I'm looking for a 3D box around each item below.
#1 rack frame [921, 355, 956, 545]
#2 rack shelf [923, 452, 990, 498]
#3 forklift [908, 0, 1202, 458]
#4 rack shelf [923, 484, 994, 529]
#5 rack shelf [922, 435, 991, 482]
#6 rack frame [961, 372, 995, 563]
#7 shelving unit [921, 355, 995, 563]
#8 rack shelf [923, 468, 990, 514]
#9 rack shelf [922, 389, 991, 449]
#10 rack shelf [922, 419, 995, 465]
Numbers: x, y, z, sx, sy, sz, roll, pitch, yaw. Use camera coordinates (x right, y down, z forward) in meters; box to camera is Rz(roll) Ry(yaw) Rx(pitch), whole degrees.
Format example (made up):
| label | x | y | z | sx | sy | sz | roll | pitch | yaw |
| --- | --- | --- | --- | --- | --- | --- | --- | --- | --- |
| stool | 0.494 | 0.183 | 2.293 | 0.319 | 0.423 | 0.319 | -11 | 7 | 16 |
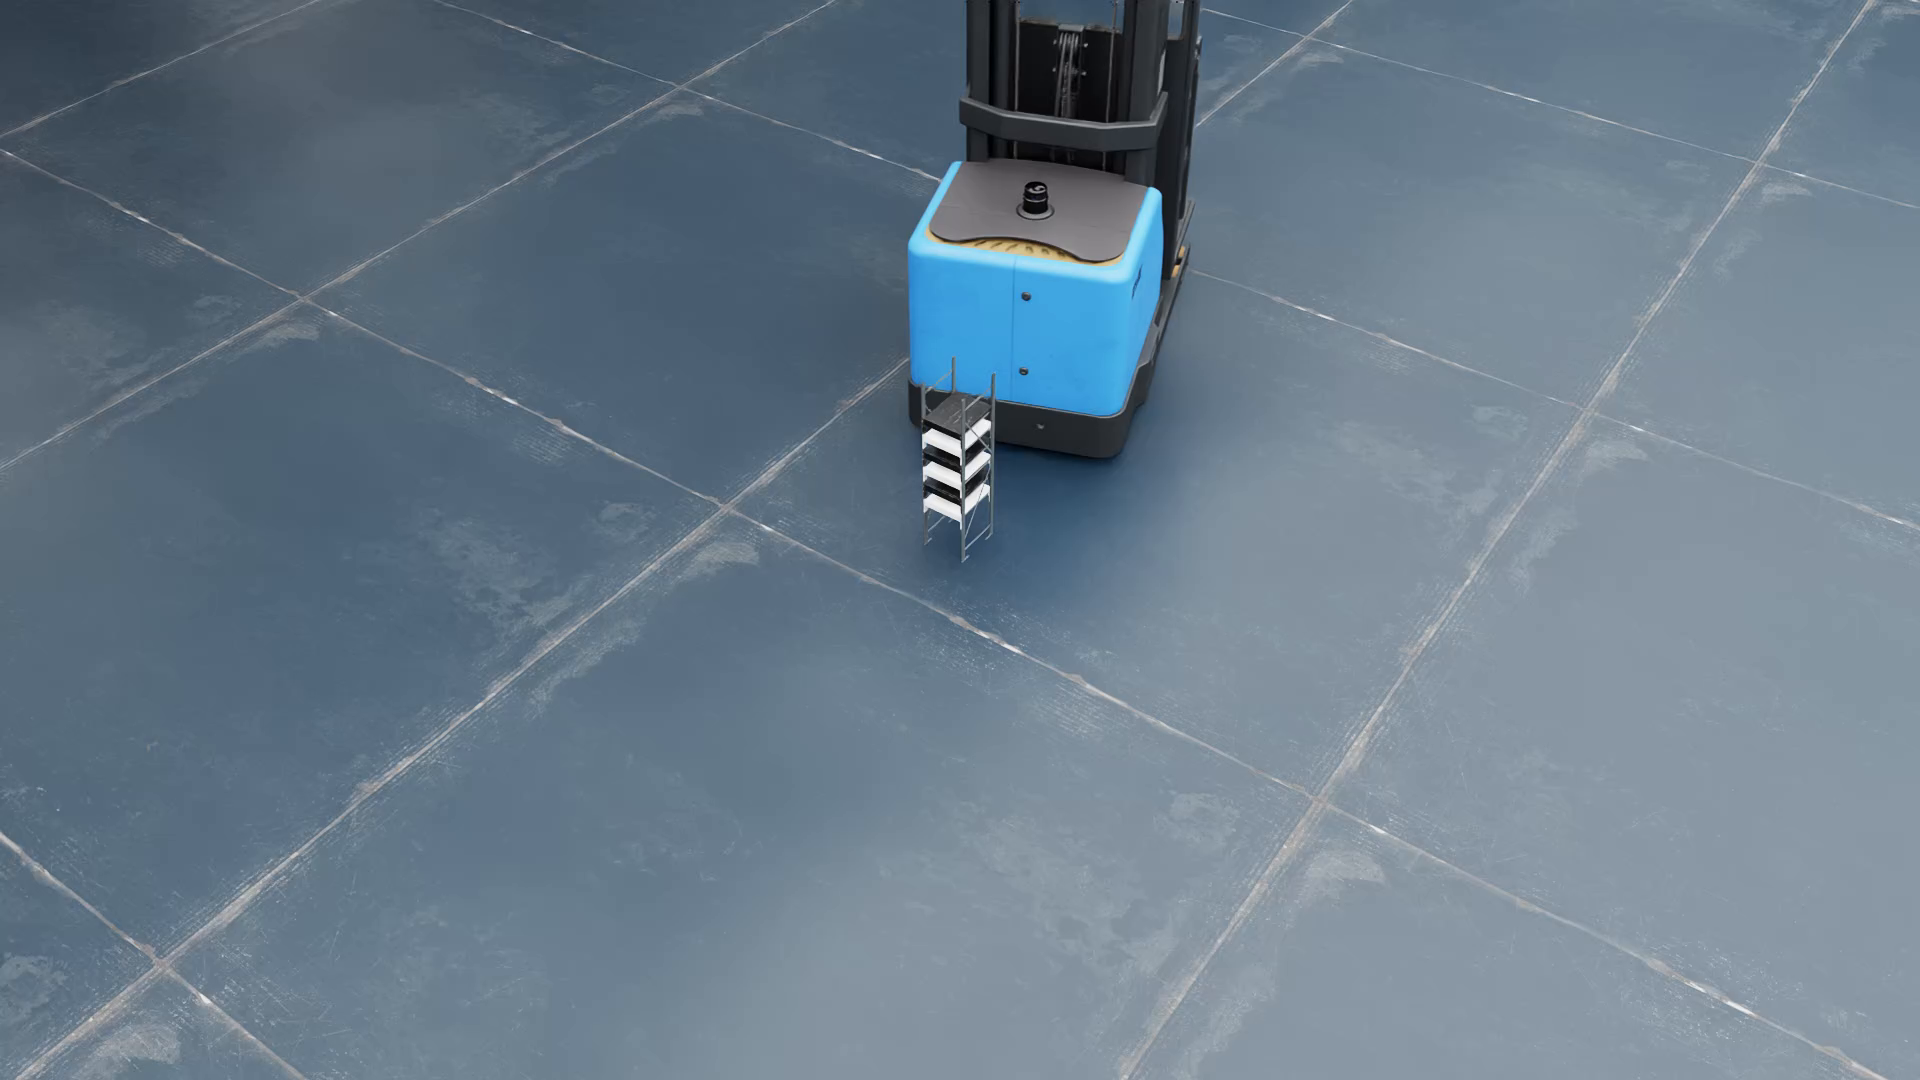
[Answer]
| label | x | y | z | sx | sy | sz | roll | pitch | yaw |
| --- | --- | --- | --- | --- | --- | --- | --- | --- | --- |
| rack frame | -0.090 | -0.377 | 7.245 | 0.006 | 0.900 | 0.240 | 25 | 48 | 25 |
| rack shelf | -0.007 | -0.314 | 7.224 | 0.200 | 0.077 | 0.258 | 25 | 48 | 25 |
| forklift | 0.633 | -2.472 | 8.063 | 1.130 | 2.935 | 3.031 | 10 | 43 | 11 |
| rack shelf | -0.007 | -0.179 | 7.344 | 0.200 | 0.077 | 0.258 | 25 | 48 | 25 |
| rack shelf | -0.007 | -0.381 | 7.164 | 0.200 | 0.077 | 0.258 | 25 | 48 | 25 |
| rack frame | 0.077 | -0.300 | 7.158 | 0.006 | 0.900 | 0.240 | 25 | 48 | 25 |
| shelving unit | -0.007 | -0.338 | 7.202 | 0.210 | 0.900 | 0.258 | 25 | 48 | 25 |
| rack shelf | -0.007 | -0.247 | 7.284 | 0.200 | 0.077 | 0.258 | 25 | 48 | 25 |
| rack shelf | -0.007 | -0.515 | 7.044 | 0.200 | 0.077 | 0.258 | 25 | 48 | 25 |
| rack shelf | -0.007 | -0.448 | 7.104 | 0.200 | 0.077 | 0.258 | 25 | 48 | 25 |
